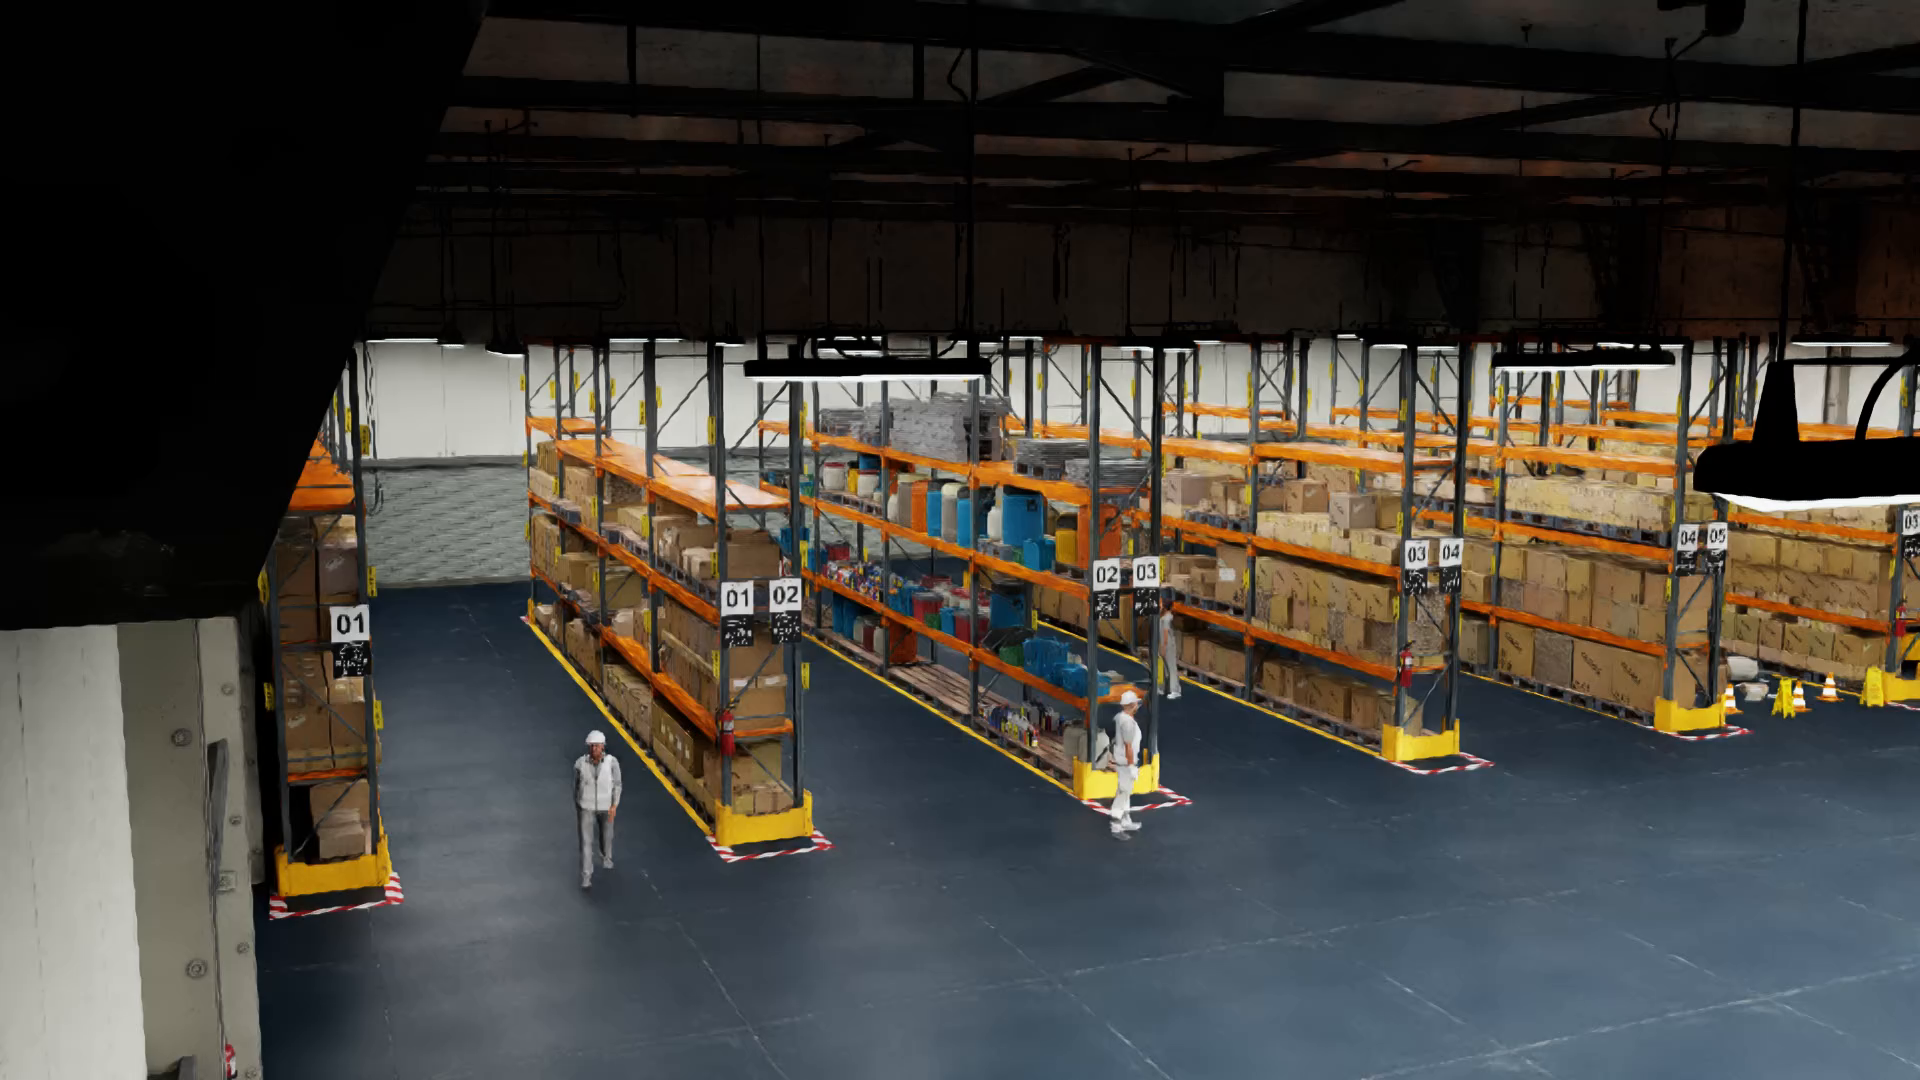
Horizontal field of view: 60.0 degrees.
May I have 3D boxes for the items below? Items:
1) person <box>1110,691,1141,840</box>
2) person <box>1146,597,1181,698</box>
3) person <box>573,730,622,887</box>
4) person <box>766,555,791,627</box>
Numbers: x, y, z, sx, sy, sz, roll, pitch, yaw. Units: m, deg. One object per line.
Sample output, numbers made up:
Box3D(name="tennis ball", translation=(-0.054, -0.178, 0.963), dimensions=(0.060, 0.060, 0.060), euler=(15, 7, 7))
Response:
Box3D(name="person", translation=(2.049, 2.728, 20.376), dimensions=(0.430, 1.790, 0.637), euler=(0, 8, -1))
Box3D(name="person", translation=(3.433, 1.788, 27.907), dimensions=(0.577, 1.658, 0.560), euler=(0, 8, 3))
Box3D(name="person", translation=(-4.102, 2.984, 18.767), dimensions=(0.506, 1.712, 1.021), euler=(-2, 8, -13))
Box3D(name="person", translation=(-3.786, 0.904, 34.436), dimensions=(0.598, 1.739, 0.997), euler=(0, 8, -1))
